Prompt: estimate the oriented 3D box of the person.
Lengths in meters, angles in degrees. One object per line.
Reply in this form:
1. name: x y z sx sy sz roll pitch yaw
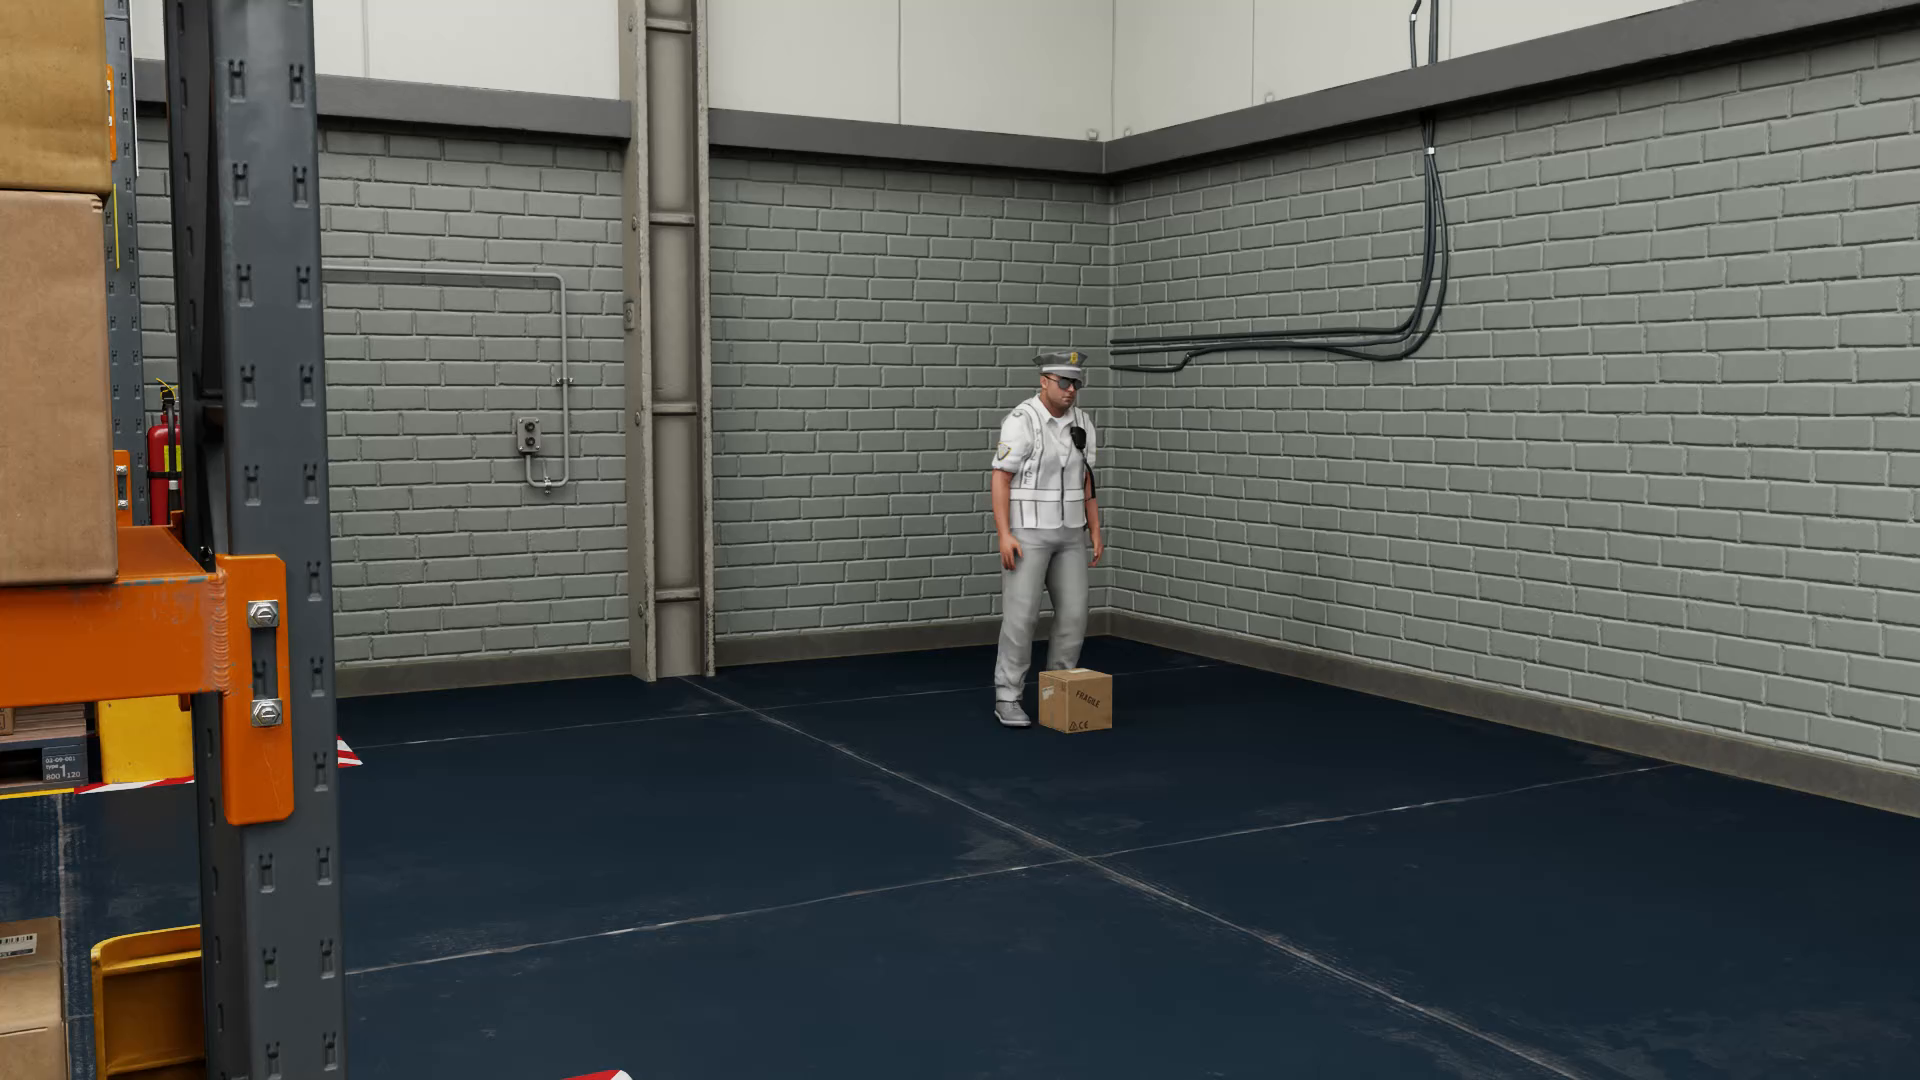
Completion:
1. person: 0.406 -0.021 7.935 0.600 1.749 0.433 -3 6 -31
